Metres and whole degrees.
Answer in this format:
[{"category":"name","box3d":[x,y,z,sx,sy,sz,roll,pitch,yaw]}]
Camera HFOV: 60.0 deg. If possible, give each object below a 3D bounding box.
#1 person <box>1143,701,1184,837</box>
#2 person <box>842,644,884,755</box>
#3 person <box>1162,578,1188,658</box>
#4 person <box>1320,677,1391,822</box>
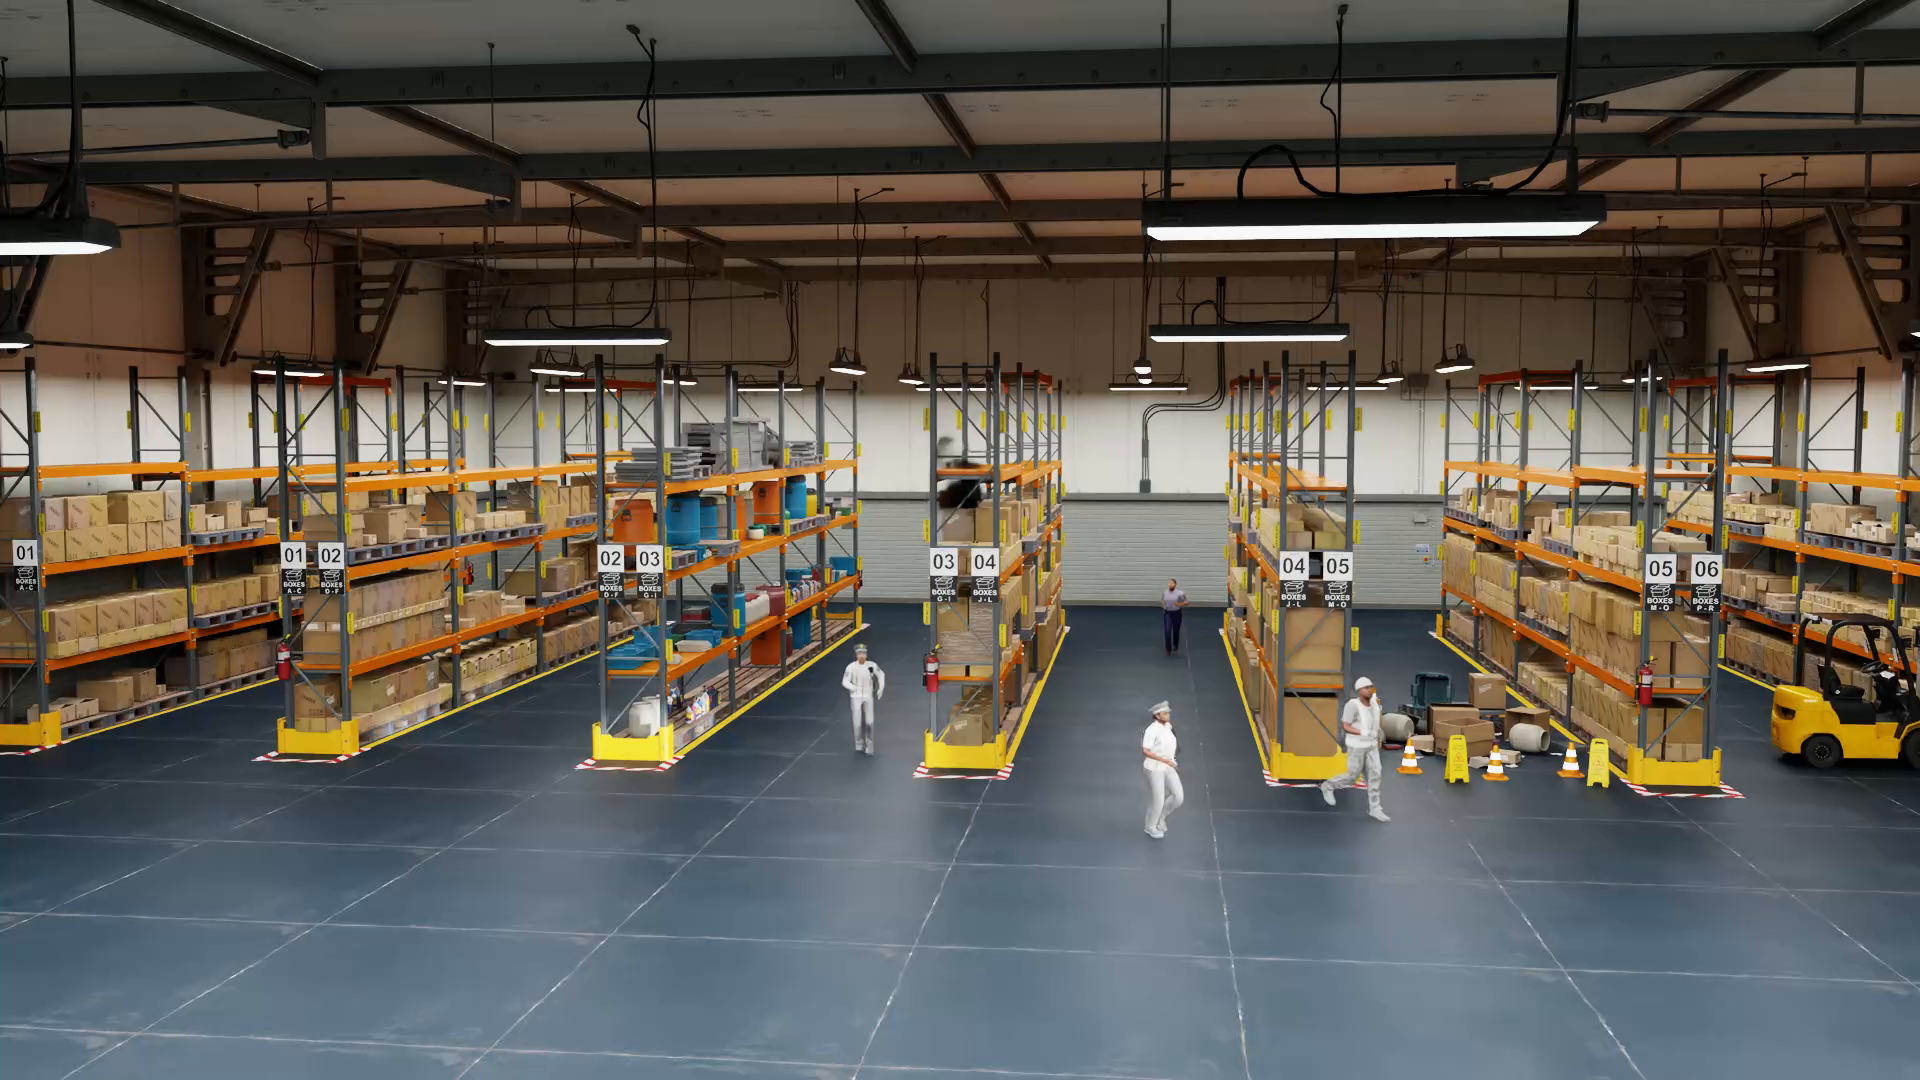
[{"category":"person","box3d":[2.441,2.753,19.976,0.578,1.663,0.571,-4,5,-41]},{"category":"person","box3d":[-1.447,2.409,24.996,0.643,1.695,0.660,0,4,-6]},{"category":"person","box3d":[4.597,1.666,35.723,0.588,1.668,0.851,1,4,15]},{"category":"person","box3d":[5.072,2.621,21.125,0.692,1.785,0.977,-3,5,-35]}]
